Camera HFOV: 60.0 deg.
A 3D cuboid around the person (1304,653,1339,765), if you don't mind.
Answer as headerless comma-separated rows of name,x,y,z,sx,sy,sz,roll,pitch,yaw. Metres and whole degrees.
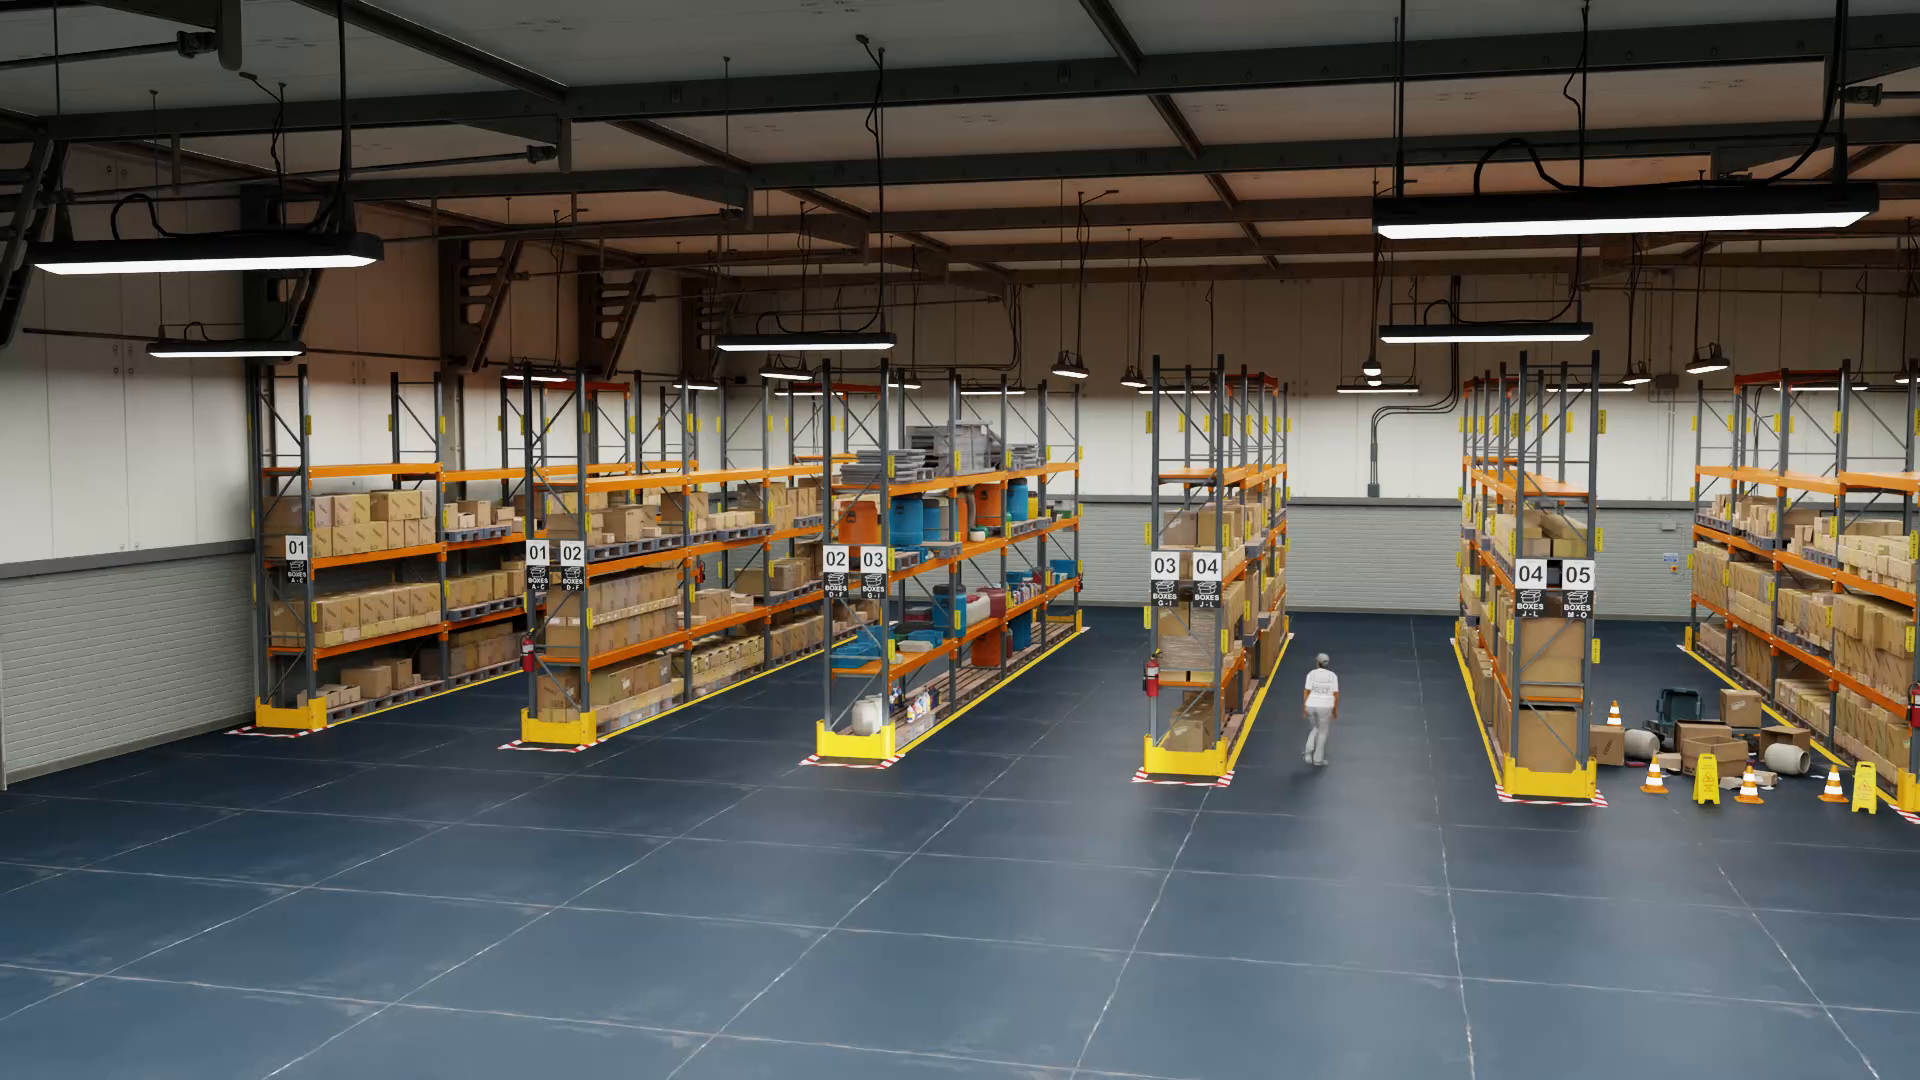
person,5.310,2.481,24.395,0.457,1.665,0.495,-3,5,-37
